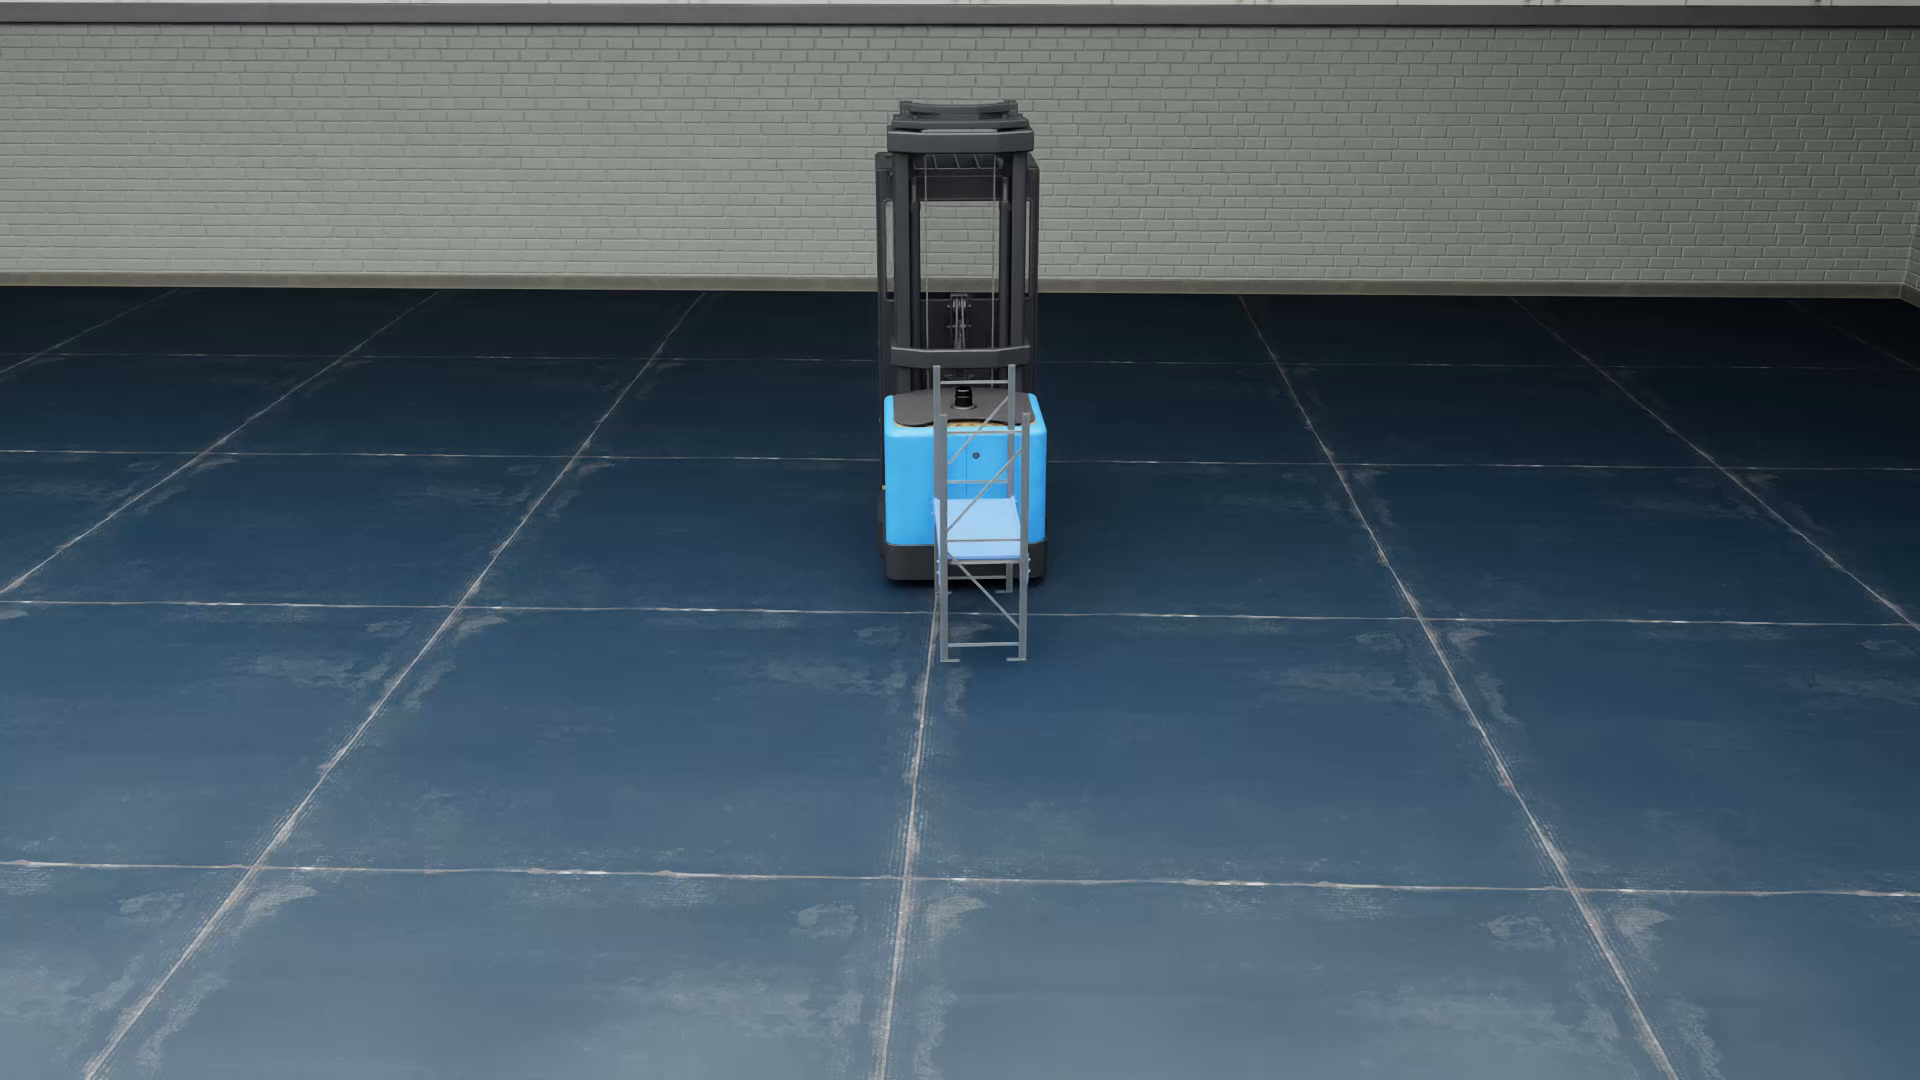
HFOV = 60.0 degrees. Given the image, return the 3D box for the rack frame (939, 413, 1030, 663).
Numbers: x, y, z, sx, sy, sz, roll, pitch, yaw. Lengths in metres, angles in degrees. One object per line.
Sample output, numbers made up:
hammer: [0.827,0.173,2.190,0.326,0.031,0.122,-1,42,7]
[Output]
rack frame: [0.136,0.006,9.441,0.500,1.500,0.032,-1,21,-3]

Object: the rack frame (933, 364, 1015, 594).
rack frame: [0.087,-0.362,10.388,0.500,1.500,0.032,-1,21,-3]

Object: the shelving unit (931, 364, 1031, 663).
shelving unit: [0.112,-0.178,9.914,0.538,1.500,1.048,-1,21,-3]

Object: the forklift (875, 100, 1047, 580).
forklift: [-0.030,-1.594,11.586,1.130,2.935,3.031,-1,21,-3]

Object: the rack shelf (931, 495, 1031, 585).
rack shelf: [0.112,-0.010,9.979,0.538,0.185,1.000,-1,21,-3]
